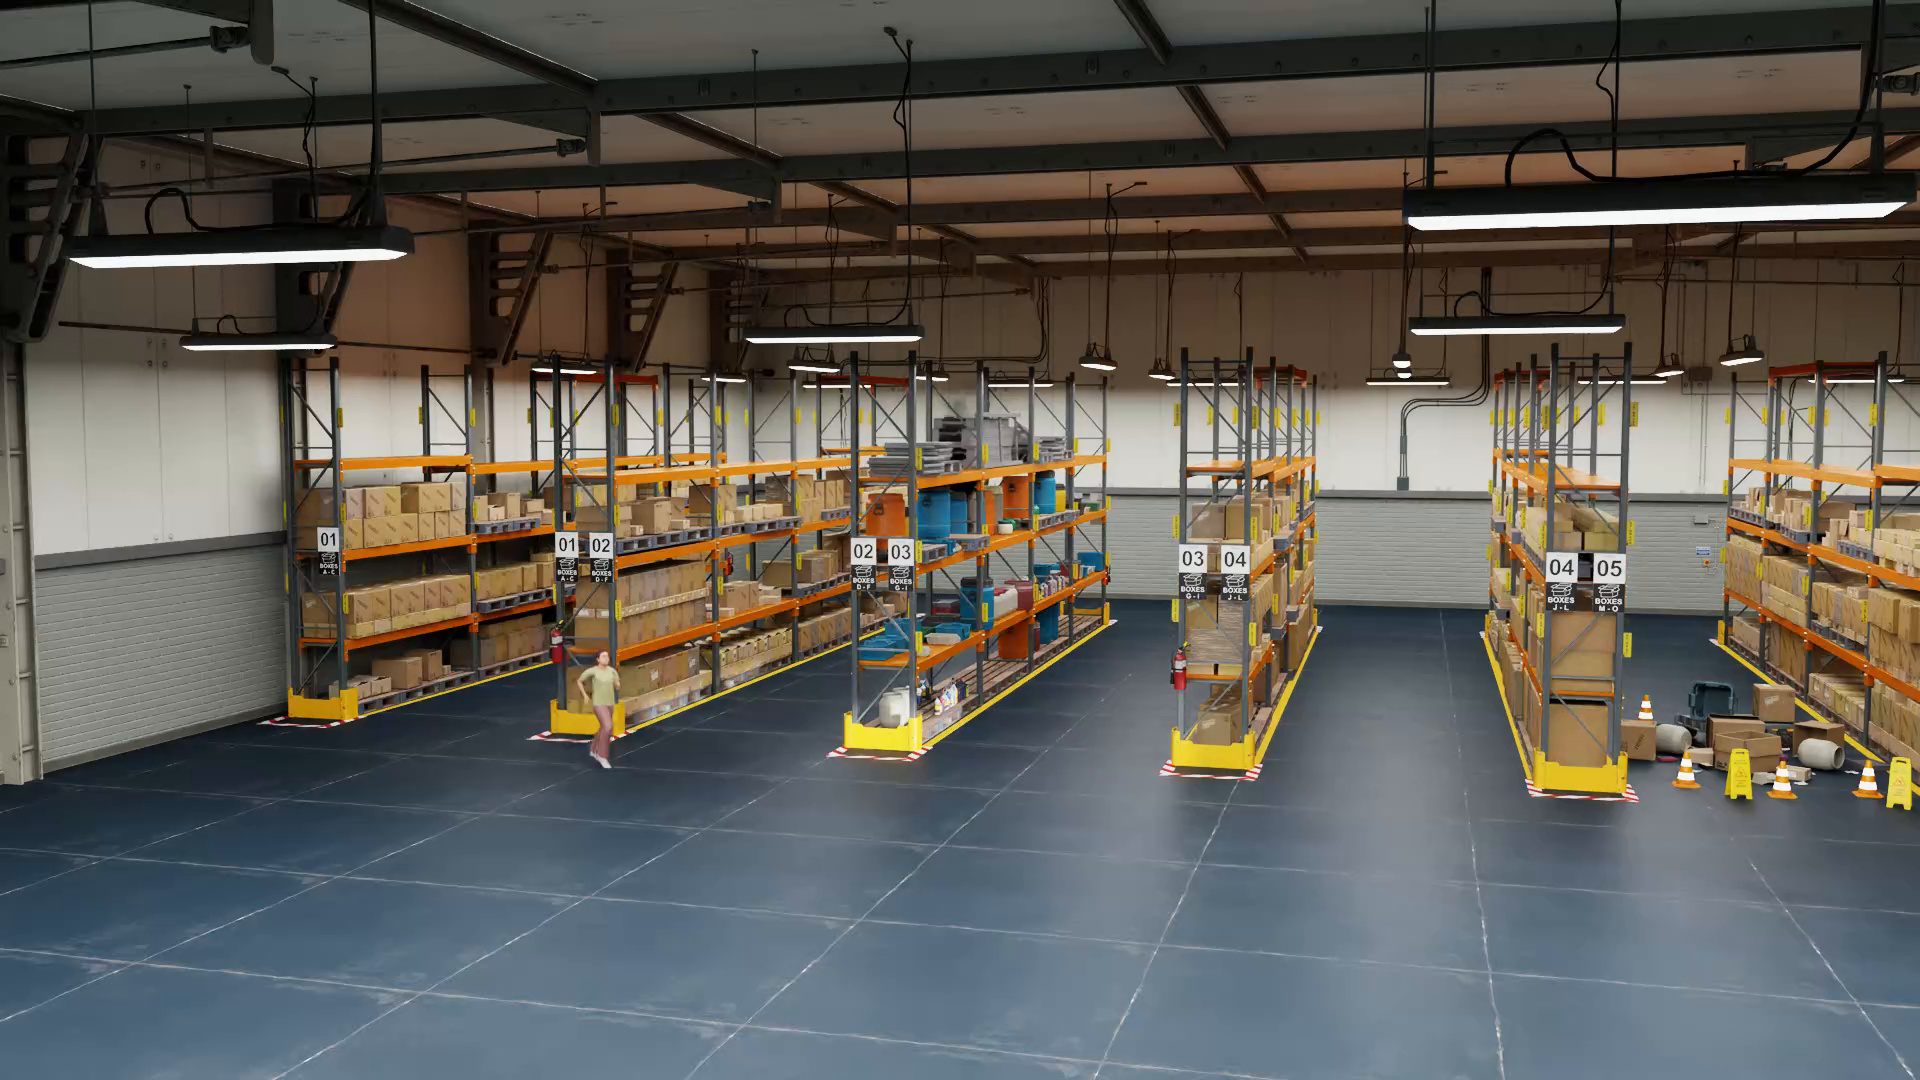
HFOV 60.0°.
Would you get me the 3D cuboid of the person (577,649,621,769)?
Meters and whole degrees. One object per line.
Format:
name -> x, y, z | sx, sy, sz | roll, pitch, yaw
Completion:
person -> -5.137, 2.415, 23.902 | 0.723, 1.721, 0.547 | 3, 5, 40
